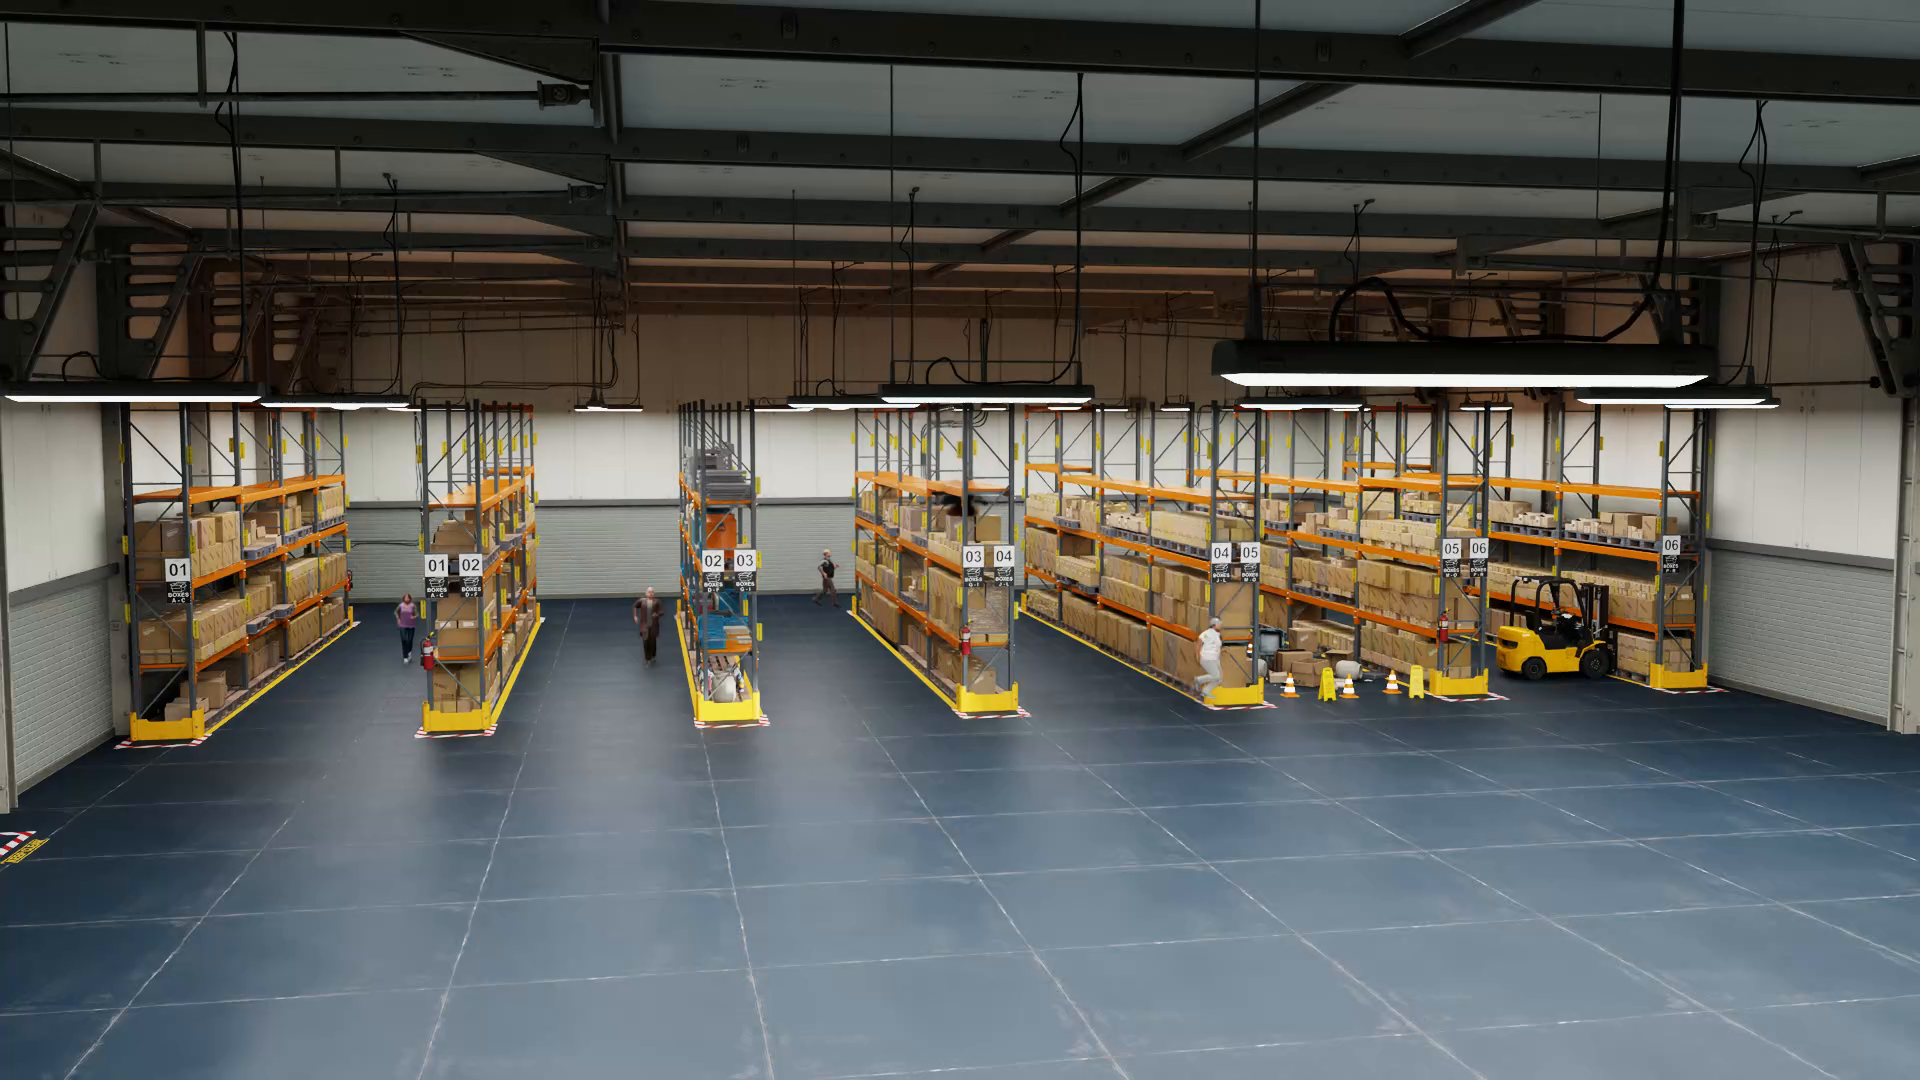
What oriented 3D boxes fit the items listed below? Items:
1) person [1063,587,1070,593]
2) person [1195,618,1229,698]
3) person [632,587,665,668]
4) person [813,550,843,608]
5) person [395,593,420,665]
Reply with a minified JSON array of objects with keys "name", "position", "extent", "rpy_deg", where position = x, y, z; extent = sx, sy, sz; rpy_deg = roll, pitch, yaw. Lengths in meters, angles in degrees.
[{"name":"person","position":[3.077,1.108,49.608],"extent":[0.671,1.786,0.667],"rpy_deg":[2,5,21]},{"name":"person","position":[4.849,2.278,31.920],"extent":[0.599,1.540,0.645],"rpy_deg":[3,5,30]},{"name":"person","position":[-7.100,1.986,37.959],"extent":[0.720,1.809,0.875],"rpy_deg":[-1,4,-15]},{"name":"person","position":[-3.902,1.144,49.000],"extent":[0.940,1.725,0.647],"rpy_deg":[0,4,3]},{"name":"person","position":[-12.729,2.023,38.308],"extent":[0.539,1.613,0.871],"rpy_deg":[-2,5,-19]}]
